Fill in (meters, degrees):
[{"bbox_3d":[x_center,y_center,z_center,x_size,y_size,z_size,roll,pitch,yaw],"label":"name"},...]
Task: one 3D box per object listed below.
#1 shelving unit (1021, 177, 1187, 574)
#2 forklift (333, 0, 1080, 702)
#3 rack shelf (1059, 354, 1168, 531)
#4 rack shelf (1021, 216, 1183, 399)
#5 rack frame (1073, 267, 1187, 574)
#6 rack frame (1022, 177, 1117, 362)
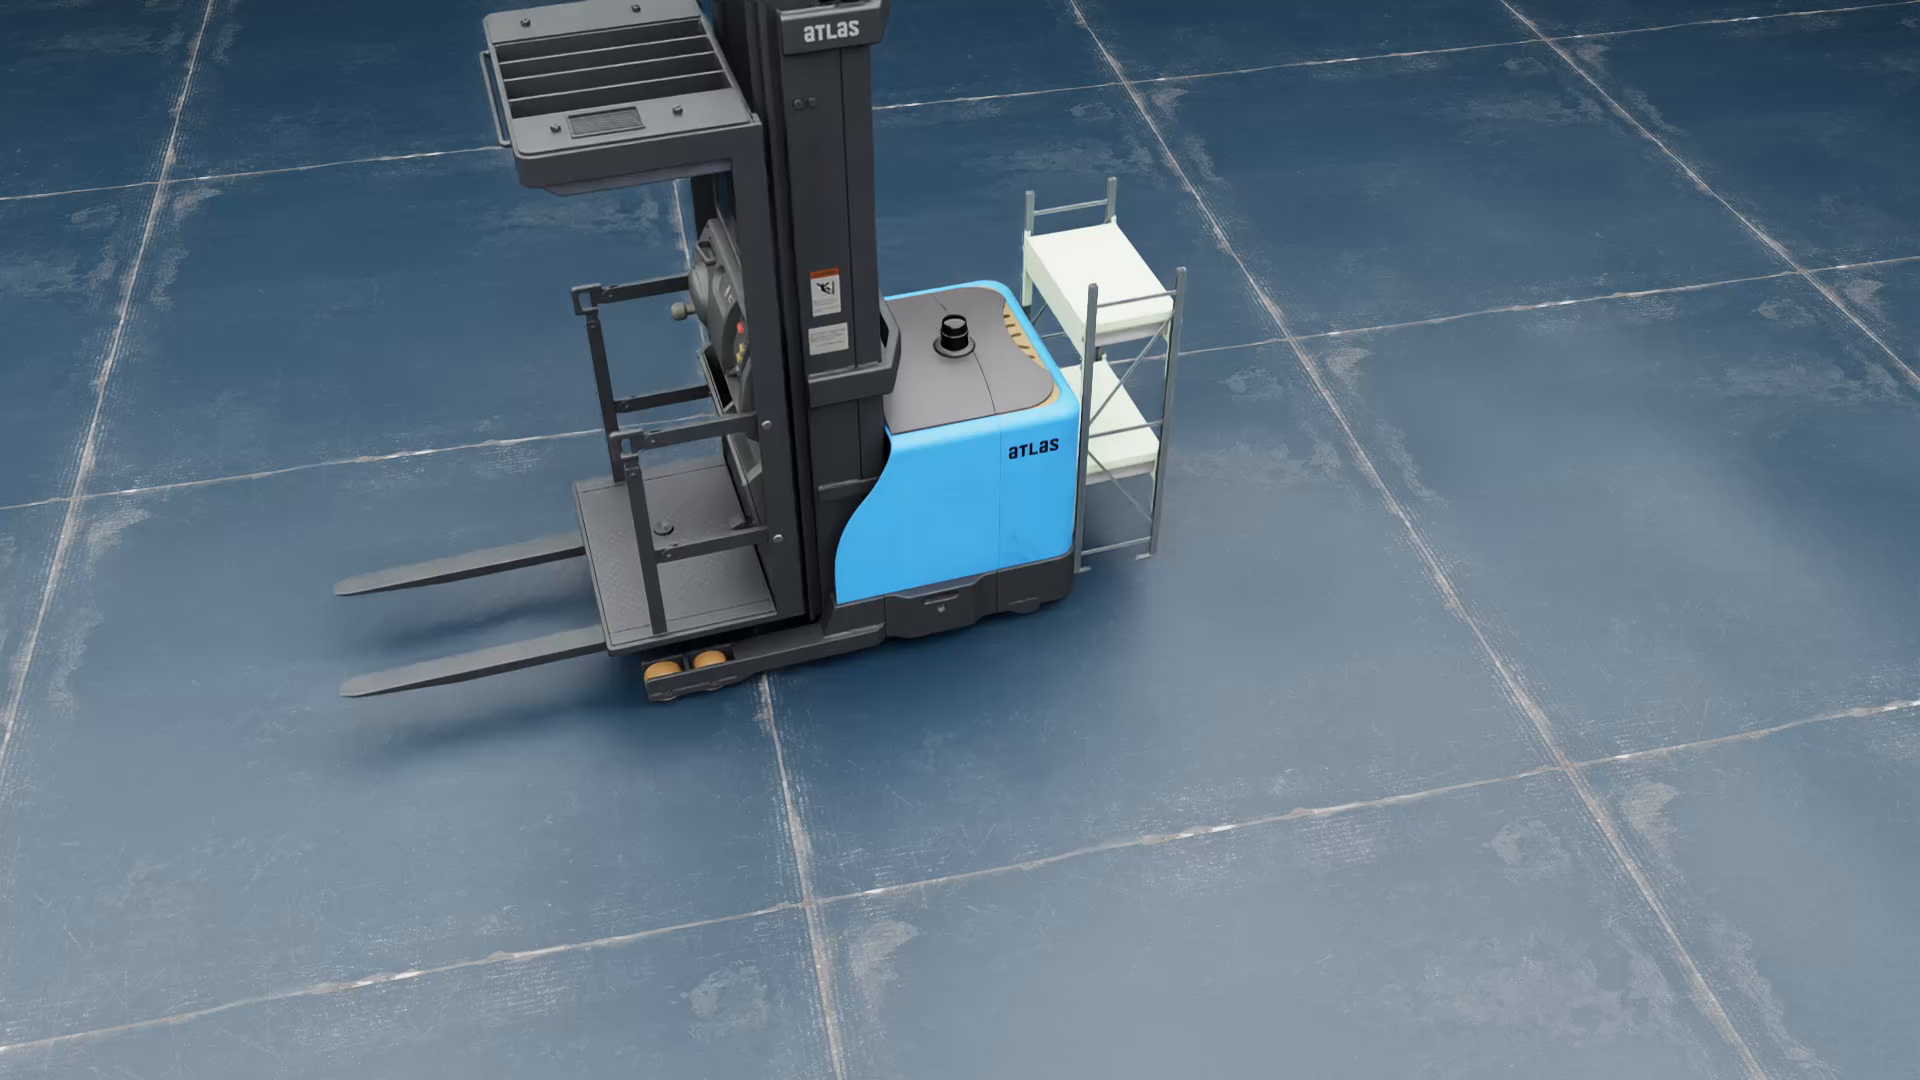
[{"bbox_3d":[0.575,-0.687,7.176,0.431,1.500,0.755,-12,43,-13],"label":"shelving unit"},{"bbox_3d":[-1.087,-0.834,6.263,3.031,2.935,1.130,-12,43,-13],"label":"forklift"},{"bbox_3d":[0.575,-0.443,7.392,0.431,0.370,0.720,-12,43,-13],"label":"rack shelf"},{"bbox_3d":[0.575,-0.979,6.917,0.431,0.370,0.720,-12,43,-13],"label":"rack shelf"},{"bbox_3d":[0.686,-0.455,6.915,0.400,1.500,0.023,-12,43,-13],"label":"rack frame"},{"bbox_3d":[0.464,-0.918,7.437,0.400,1.500,0.023,-12,43,-13],"label":"rack frame"}]
